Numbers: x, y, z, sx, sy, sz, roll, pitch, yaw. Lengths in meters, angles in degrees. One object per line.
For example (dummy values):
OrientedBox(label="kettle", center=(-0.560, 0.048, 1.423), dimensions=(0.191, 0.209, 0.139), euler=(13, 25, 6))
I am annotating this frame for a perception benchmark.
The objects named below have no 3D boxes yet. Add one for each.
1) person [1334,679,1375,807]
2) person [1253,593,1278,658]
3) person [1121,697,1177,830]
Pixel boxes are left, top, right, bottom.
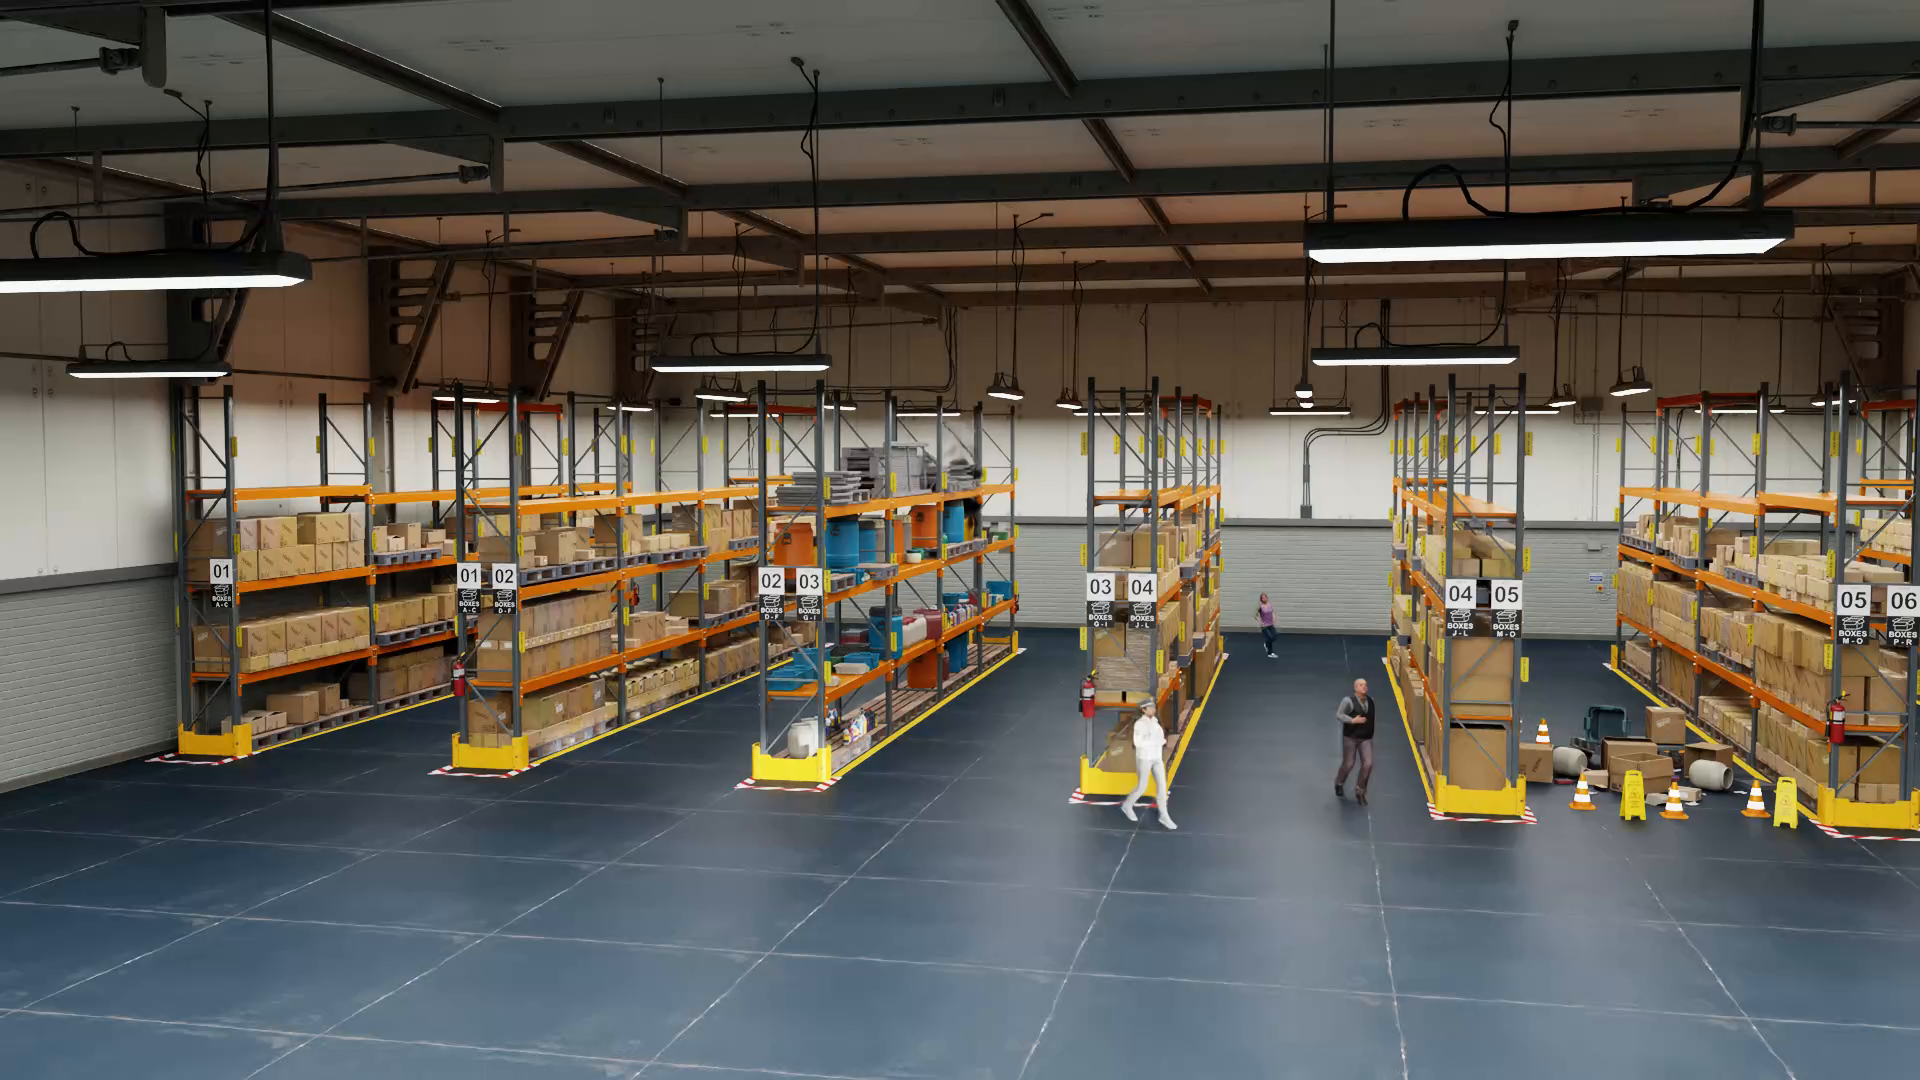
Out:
OrientedBox(label="person", center=(5.600, 2.839, 23.475), dimensions=(0.670, 1.791, 0.746), euler=(-1, 3, -12))
OrientedBox(label="person", center=(7.235, 2.026, 39.513), dimensions=(0.588, 1.533, 0.494), euler=(-1, 3, -19))
OrientedBox(label="person", center=(2.487, 2.908, 21.888), dimensions=(0.605, 1.708, 0.855), euler=(-3, 4, -43))
